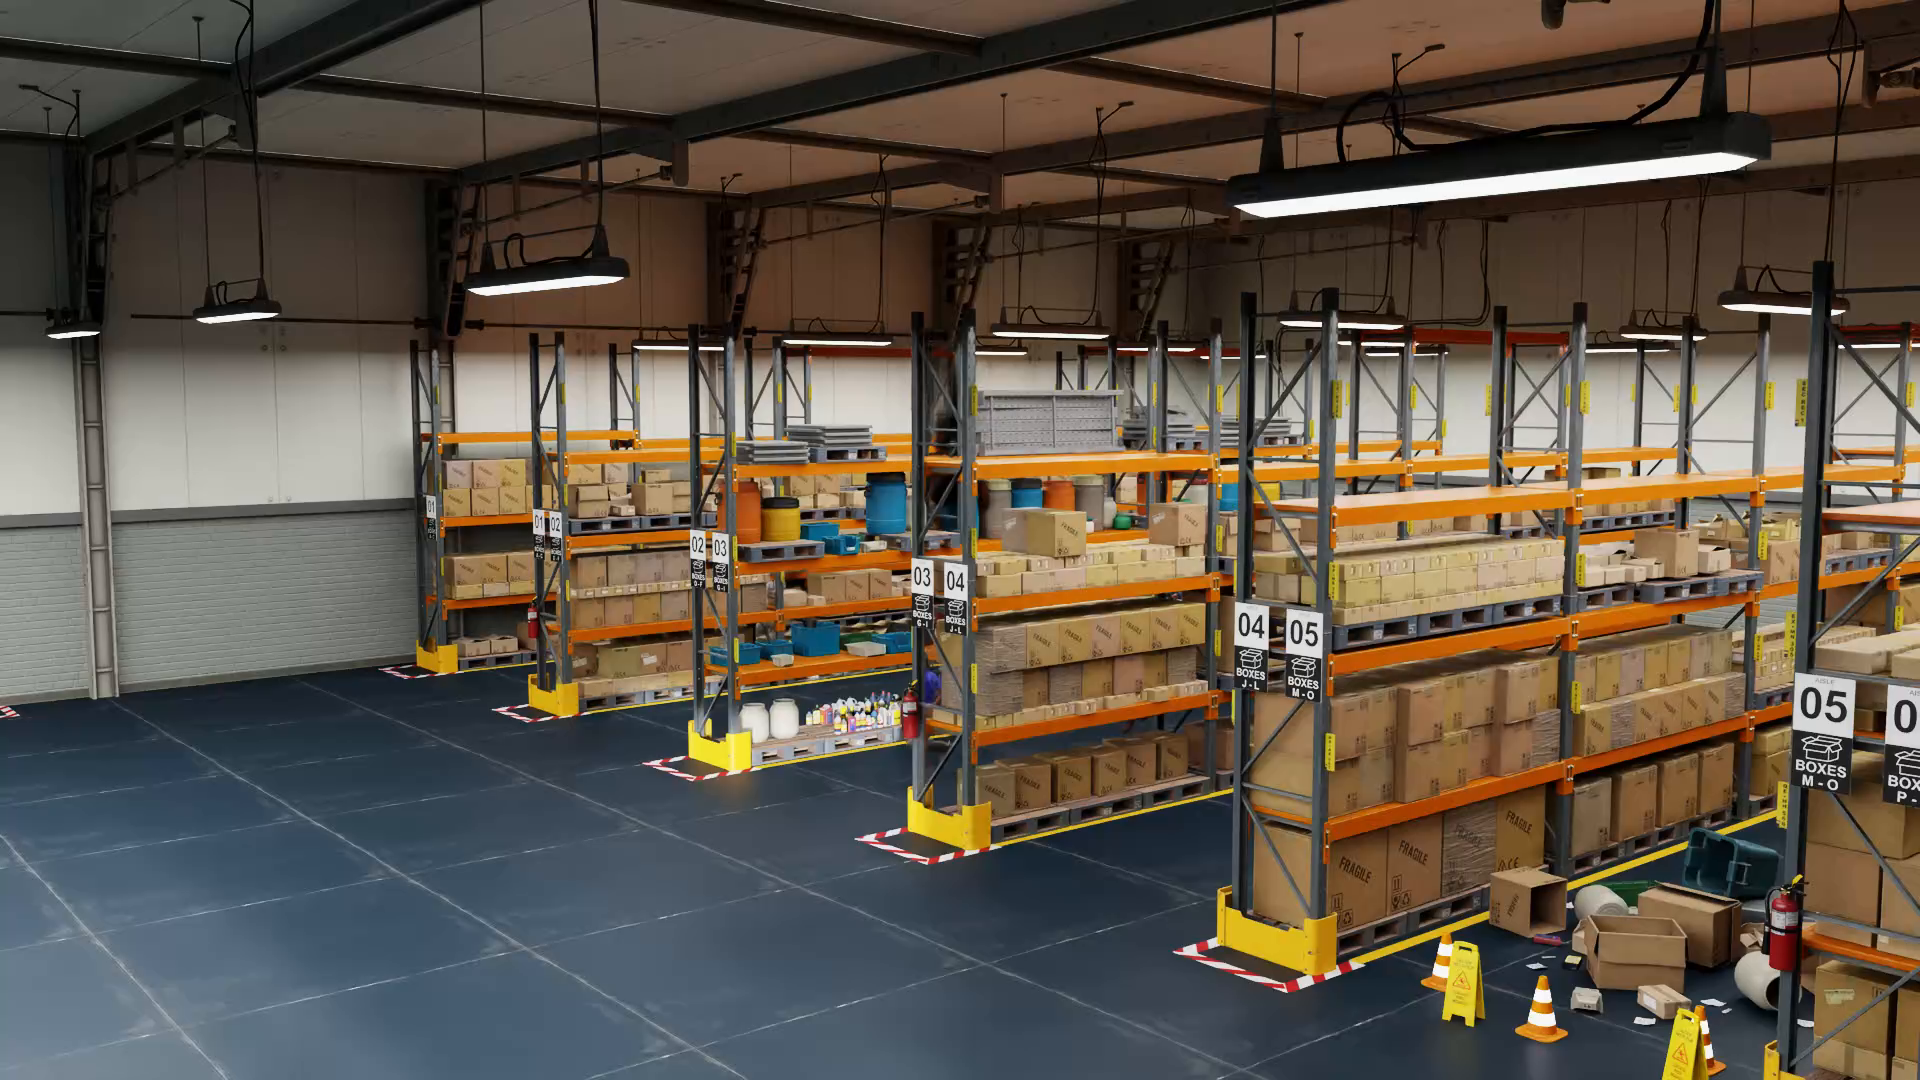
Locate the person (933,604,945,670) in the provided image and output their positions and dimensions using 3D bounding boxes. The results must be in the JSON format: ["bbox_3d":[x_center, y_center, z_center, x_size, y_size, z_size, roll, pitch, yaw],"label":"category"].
[{"bbox_3d":[-0.321,1.397,28.700,0.737,1.680,0.690,-5,7,-43],"label":"person"}]

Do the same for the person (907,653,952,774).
[{"bbox_3d":[-0.388,2.237,21.018,0.620,1.484,0.597,-3,6,-31],"label":"person"}]

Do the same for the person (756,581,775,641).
[{"bbox_3d":[-3.757,1.368,31.577,0.701,1.759,0.892,5,7,43],"label":"person"}]

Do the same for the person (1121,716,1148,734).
[{"bbox_3d":[2.557,1.882,23.933,0.770,1.718,0.607,-4,7,-37],"label":"person"}]
